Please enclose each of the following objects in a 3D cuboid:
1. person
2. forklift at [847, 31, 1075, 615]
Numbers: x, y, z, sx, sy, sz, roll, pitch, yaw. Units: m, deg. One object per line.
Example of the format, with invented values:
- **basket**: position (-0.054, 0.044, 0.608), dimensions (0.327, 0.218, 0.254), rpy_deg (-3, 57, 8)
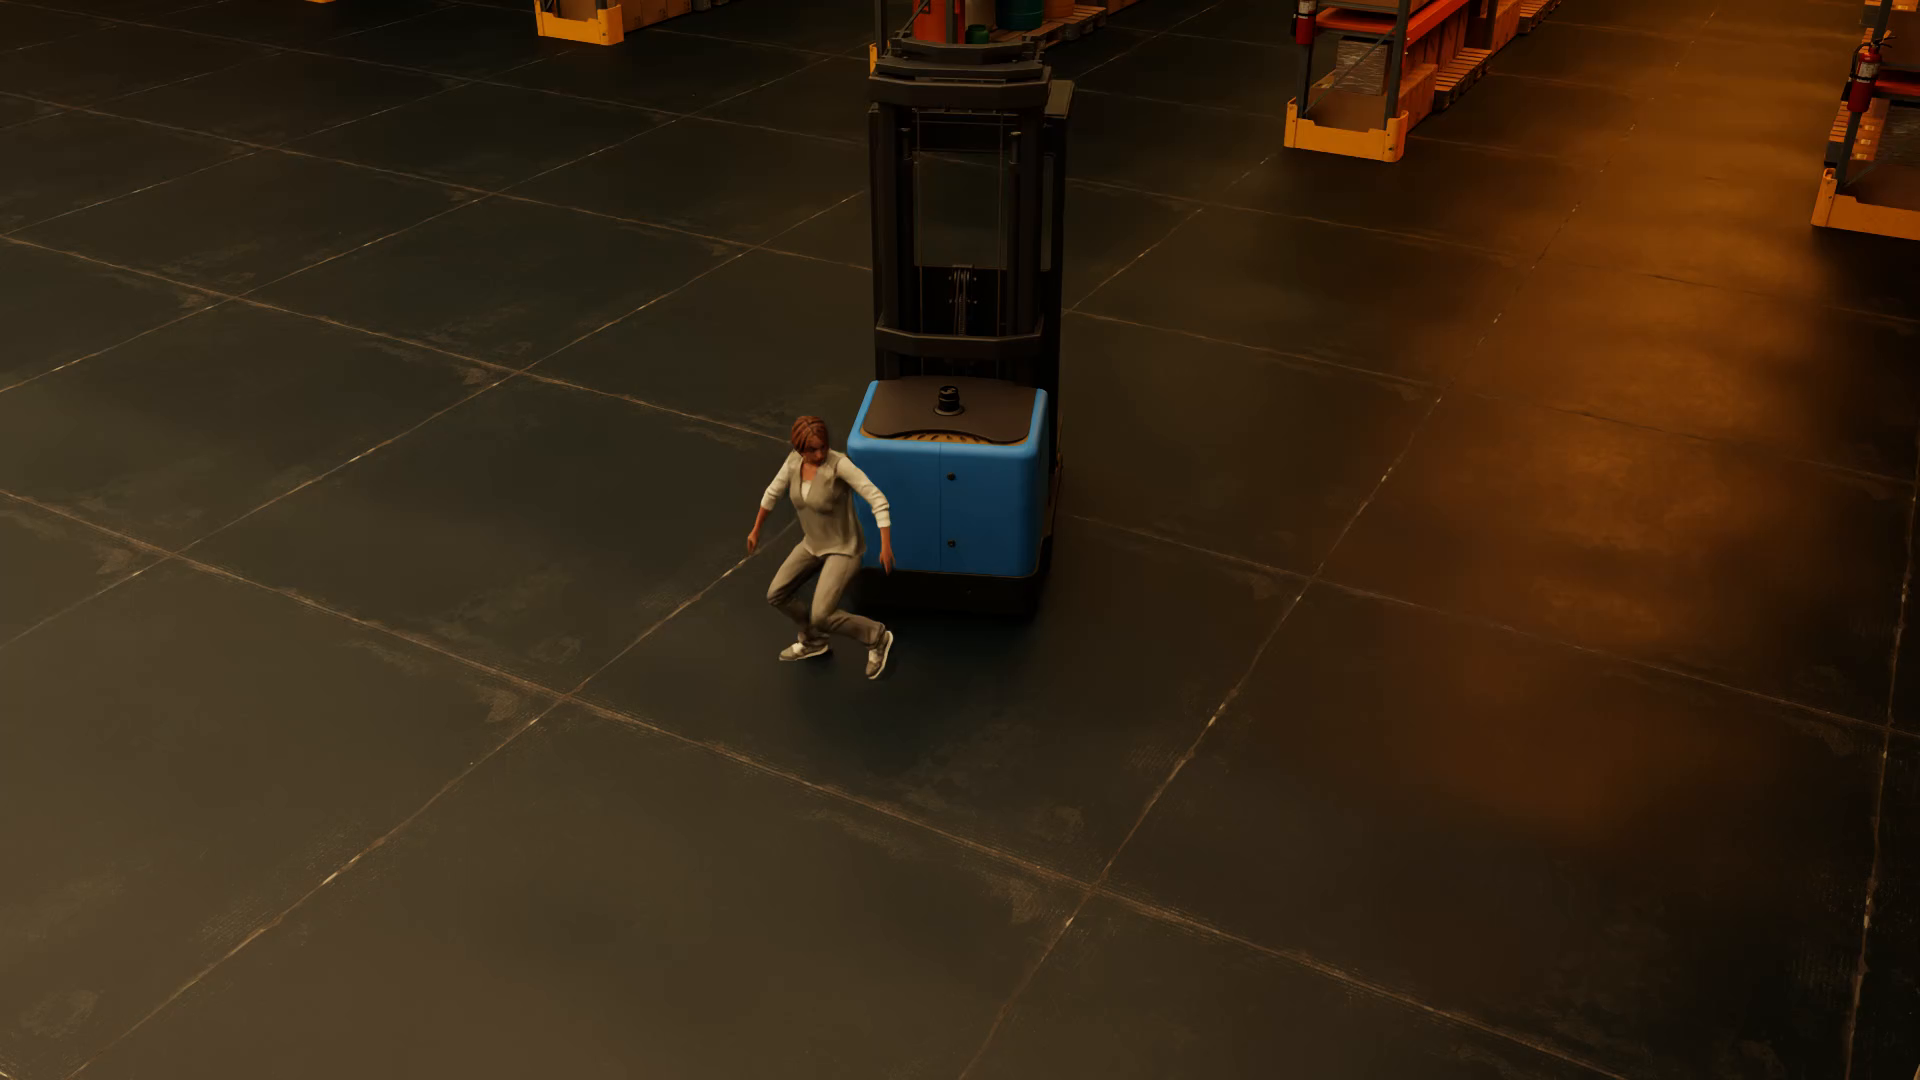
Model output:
- **person**: position (-0.708, 0.051, 8.466), dimensions (0.454, 1.484, 0.803), rpy_deg (-25, 39, -37)
- **forklift**: position (0.072, -1.572, 9.794), dimensions (1.130, 2.935, 3.031), rpy_deg (3, 30, 6)
